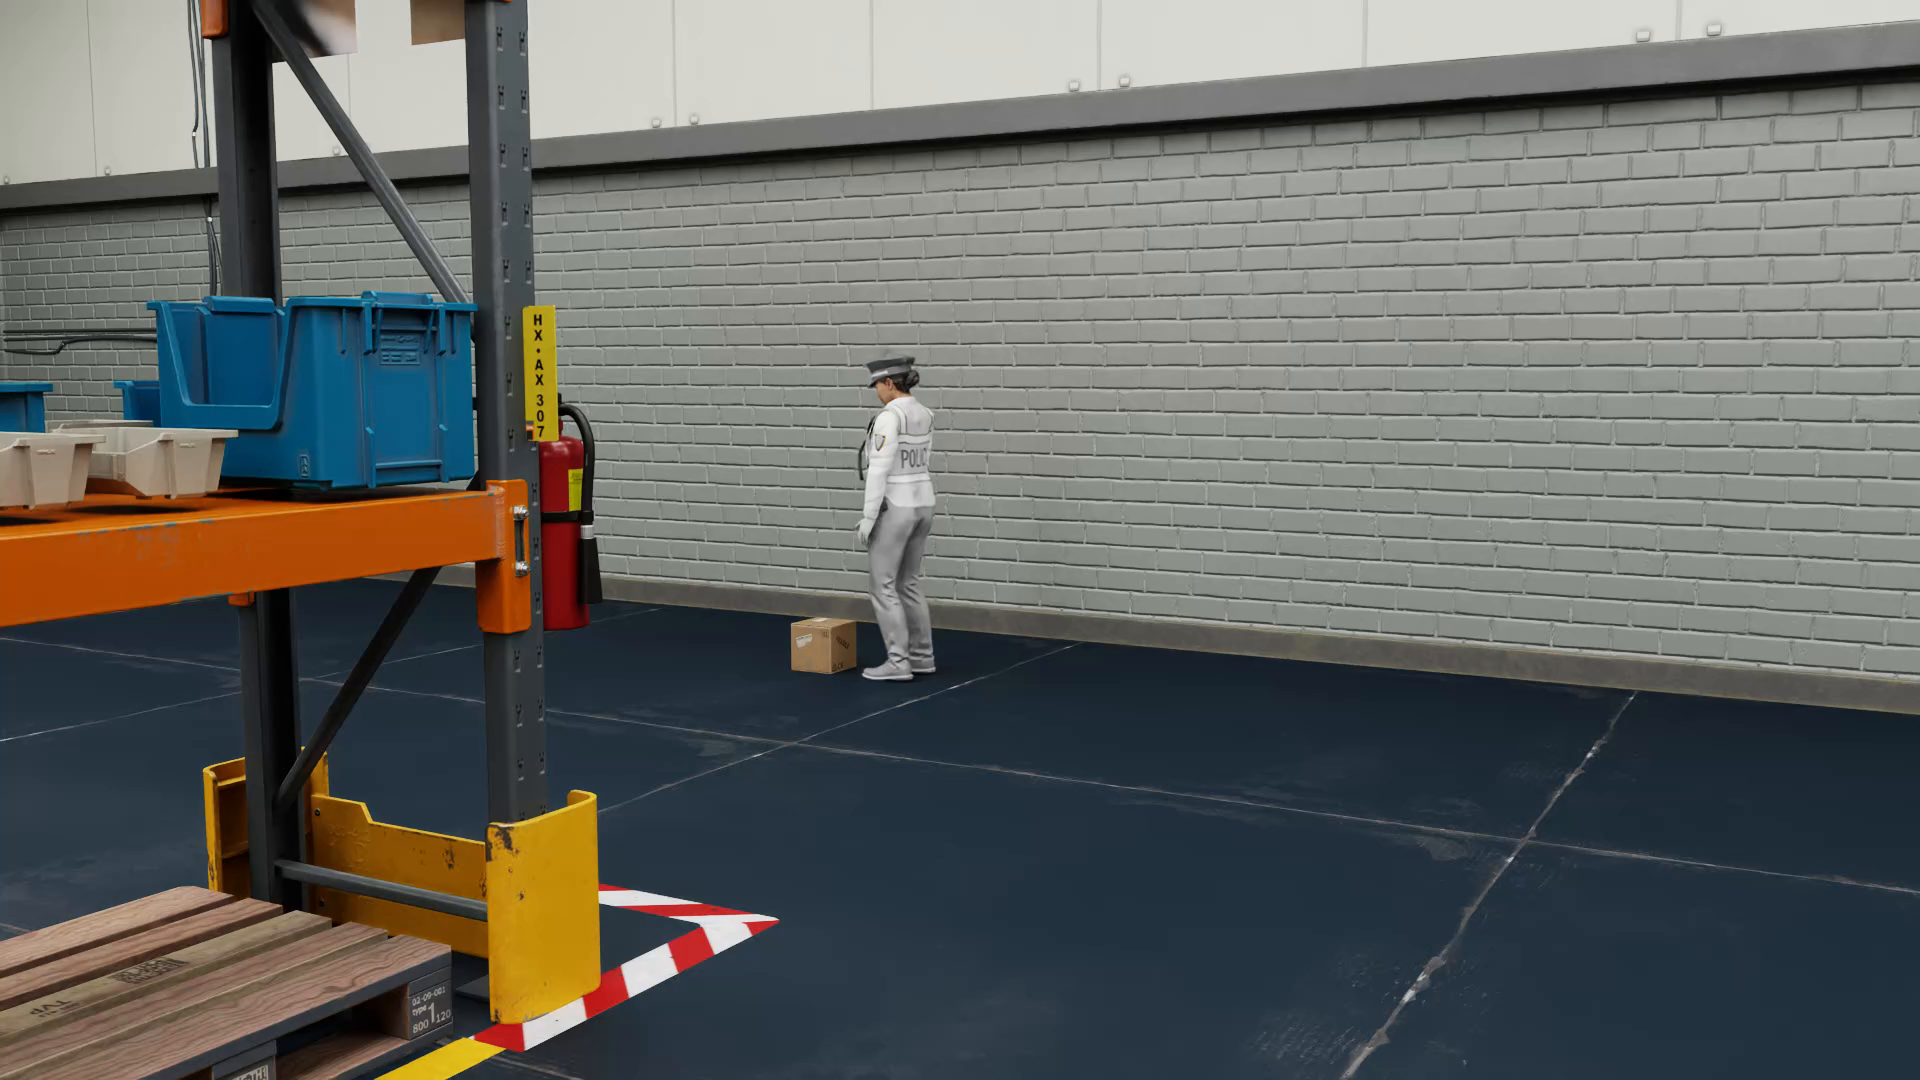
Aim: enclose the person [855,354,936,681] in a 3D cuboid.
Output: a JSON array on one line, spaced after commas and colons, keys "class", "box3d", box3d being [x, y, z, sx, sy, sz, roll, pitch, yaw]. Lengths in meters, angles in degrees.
[{"class": "person", "box3d": [-0.319, -0.112, 8.482, 0.327, 1.660, 0.475, 3, 7, 30]}]
